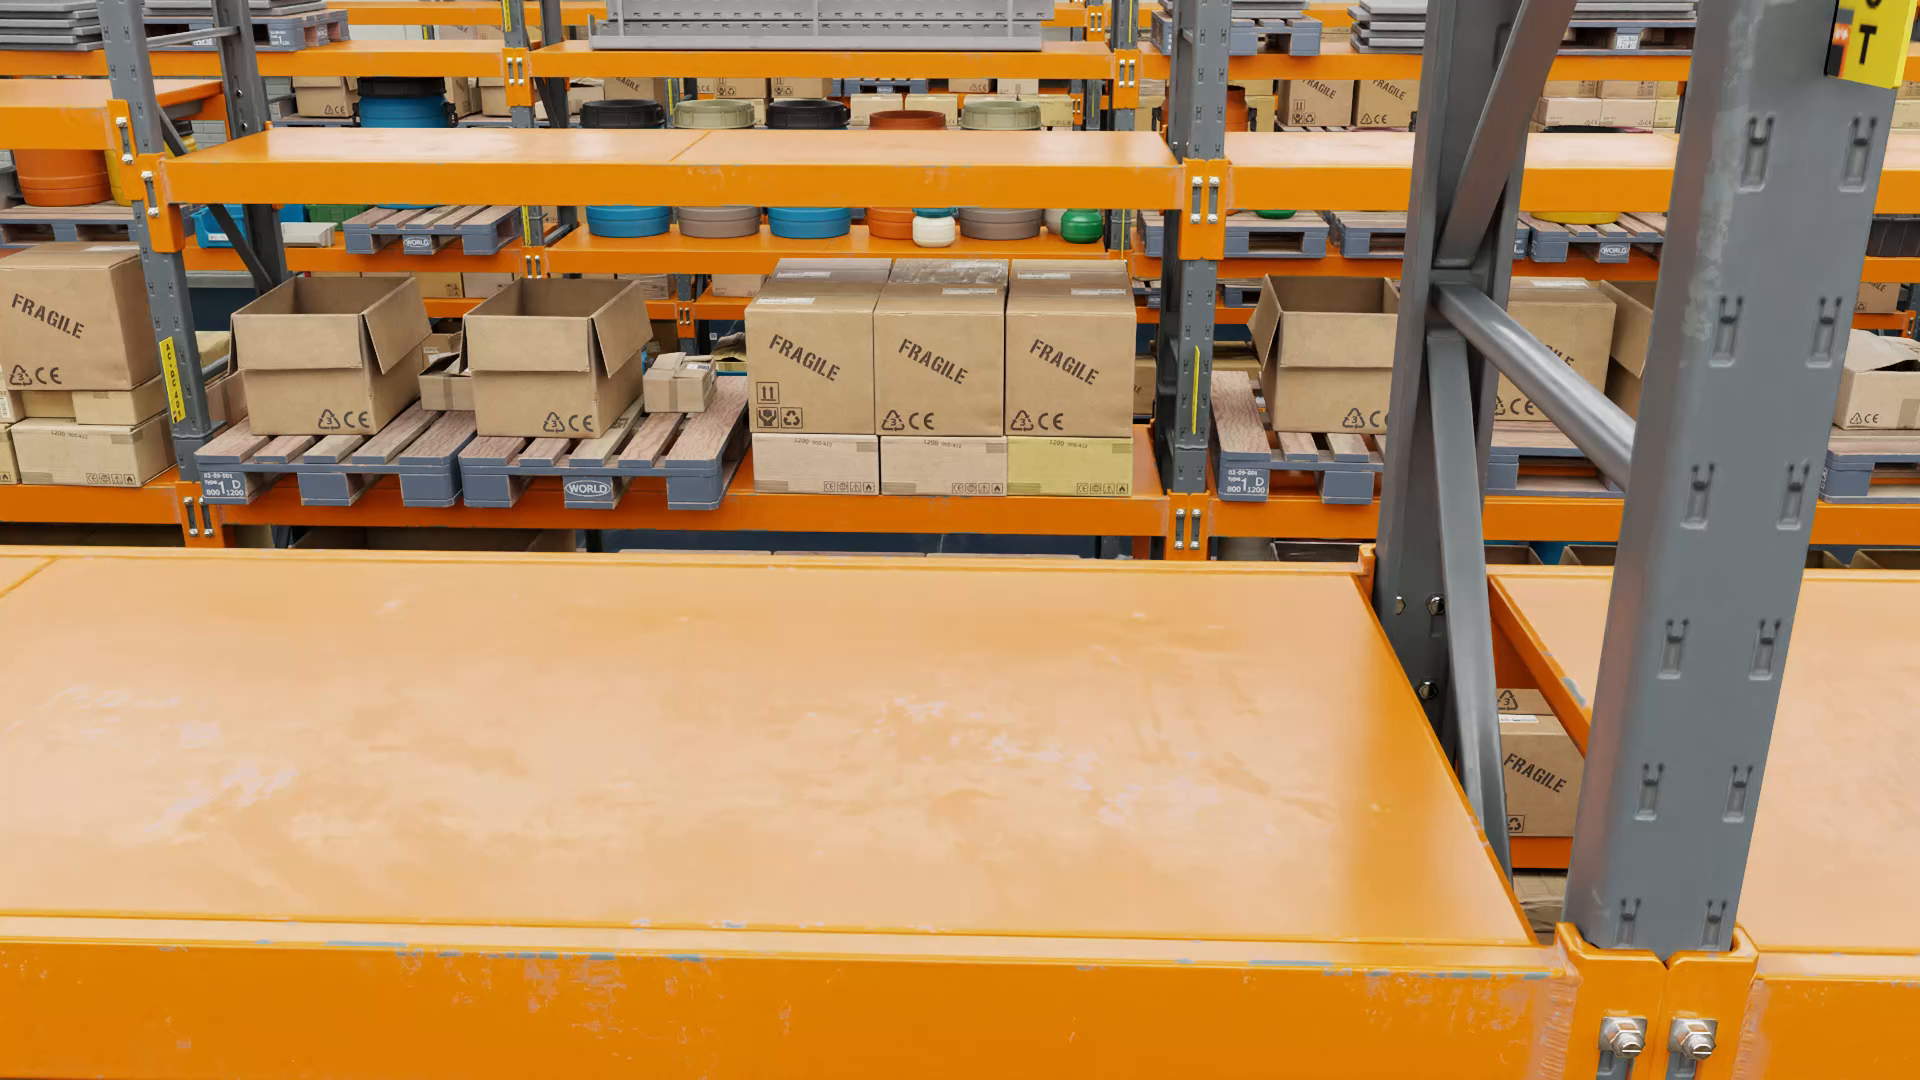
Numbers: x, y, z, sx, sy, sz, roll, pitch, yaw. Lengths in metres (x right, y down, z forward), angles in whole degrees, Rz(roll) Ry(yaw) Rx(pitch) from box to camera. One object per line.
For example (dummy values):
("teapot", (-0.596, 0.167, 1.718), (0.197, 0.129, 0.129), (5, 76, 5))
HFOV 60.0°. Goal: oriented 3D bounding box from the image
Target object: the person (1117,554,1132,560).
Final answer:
("person", (0.883, 0.590, 11.127), (0.839, 0.978, 0.466), (0, 21, 1))
